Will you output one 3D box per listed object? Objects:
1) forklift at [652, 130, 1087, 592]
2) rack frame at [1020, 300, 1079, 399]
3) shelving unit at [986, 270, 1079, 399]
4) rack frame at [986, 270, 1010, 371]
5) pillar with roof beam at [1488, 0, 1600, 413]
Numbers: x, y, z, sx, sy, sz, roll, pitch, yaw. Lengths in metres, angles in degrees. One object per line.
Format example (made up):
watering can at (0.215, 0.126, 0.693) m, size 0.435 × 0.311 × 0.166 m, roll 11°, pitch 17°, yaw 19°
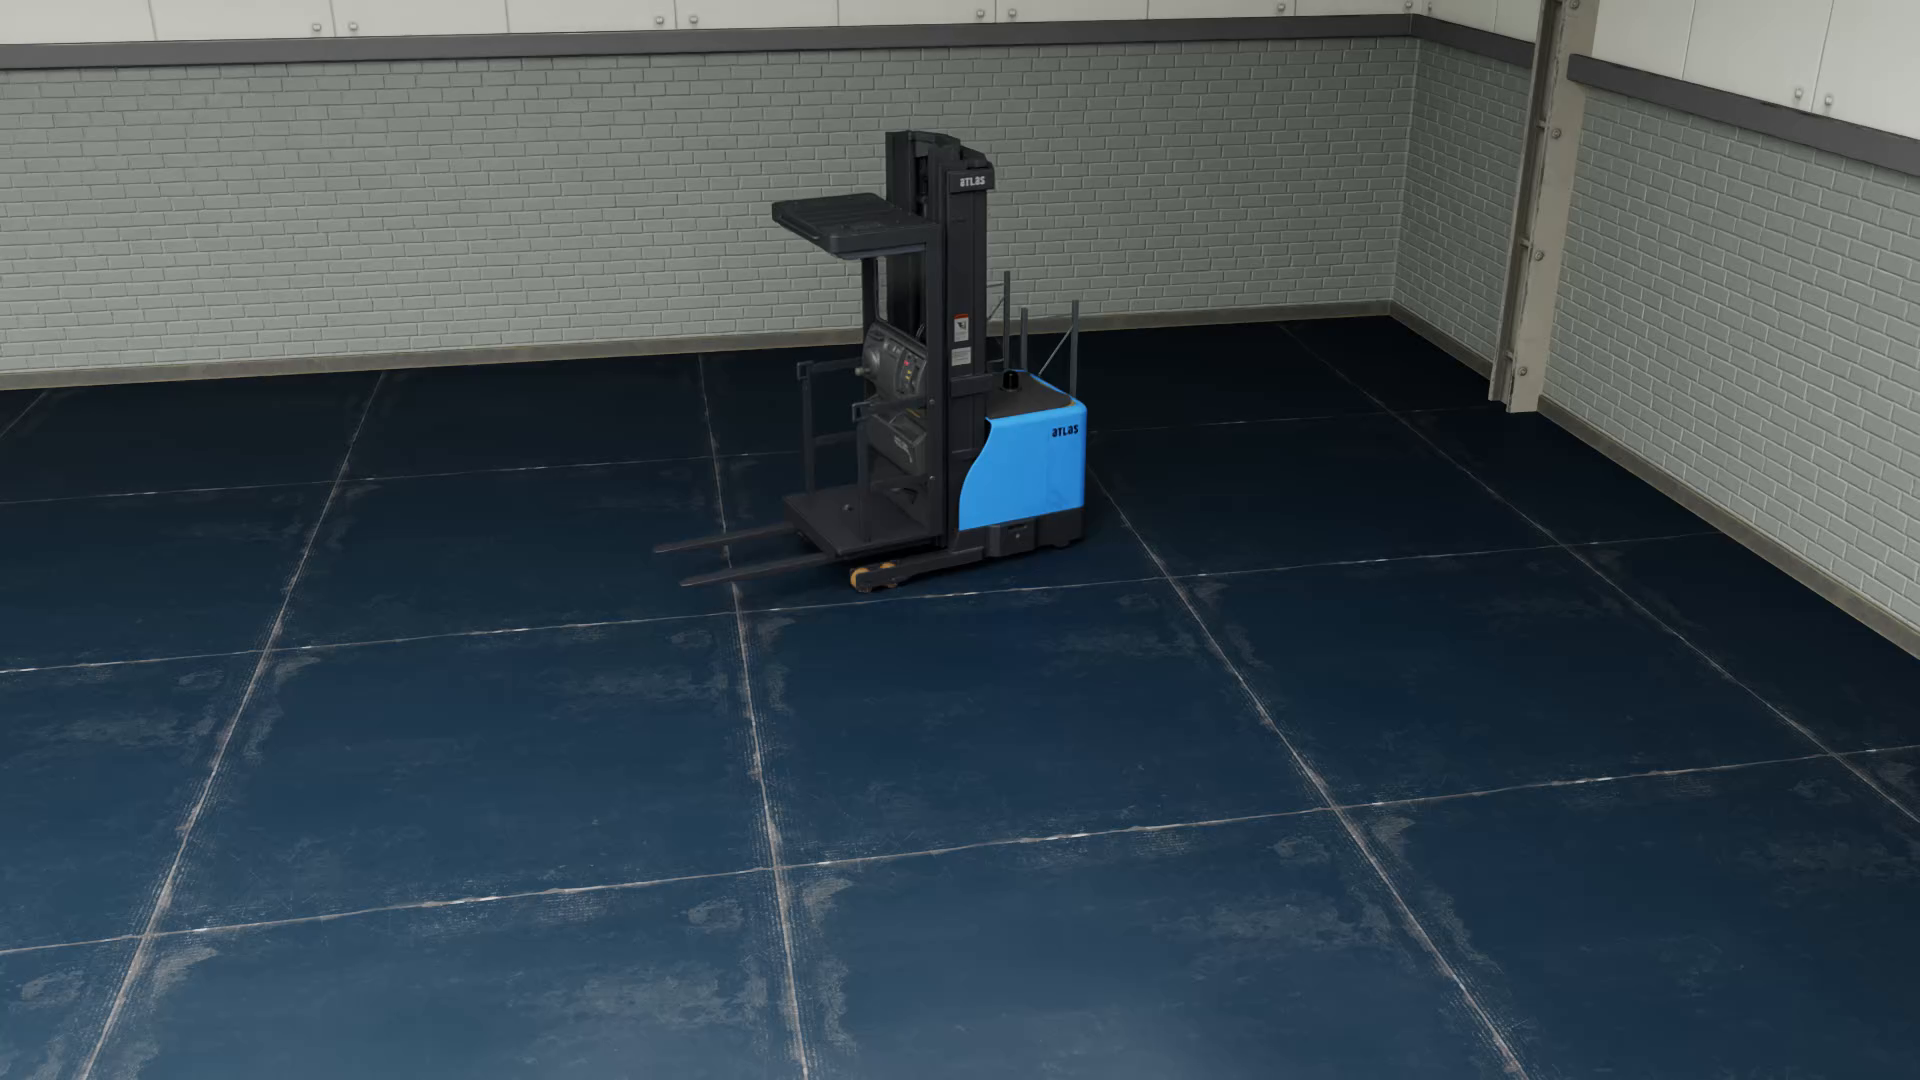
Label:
forklift at (-0.634, -1.224, 11.391) m, size 3.031 × 2.935 × 1.130 m, roll -11°, pitch 26°, yaw -24°
rack frame at (0.682, -1.097, 12.888) m, size 0.500 × 1.500 × 0.032 m, roll -13°, pitch 27°, yaw -27°
shelving unit at (0.437, -1.271, 13.286) m, size 0.587 × 1.500 × 1.083 m, roll -13°, pitch 27°, yaw -27°
rack frame at (0.183, -1.452, 13.700) m, size 0.500 × 1.500 × 0.032 m, roll -13°, pitch 27°, yaw -27°
pillar with roof beam at (0.783, -5.032, 12.527) m, size 9.100 × 9.000 × 0.400 m, roll -4°, pitch 24°, yaw -10°
